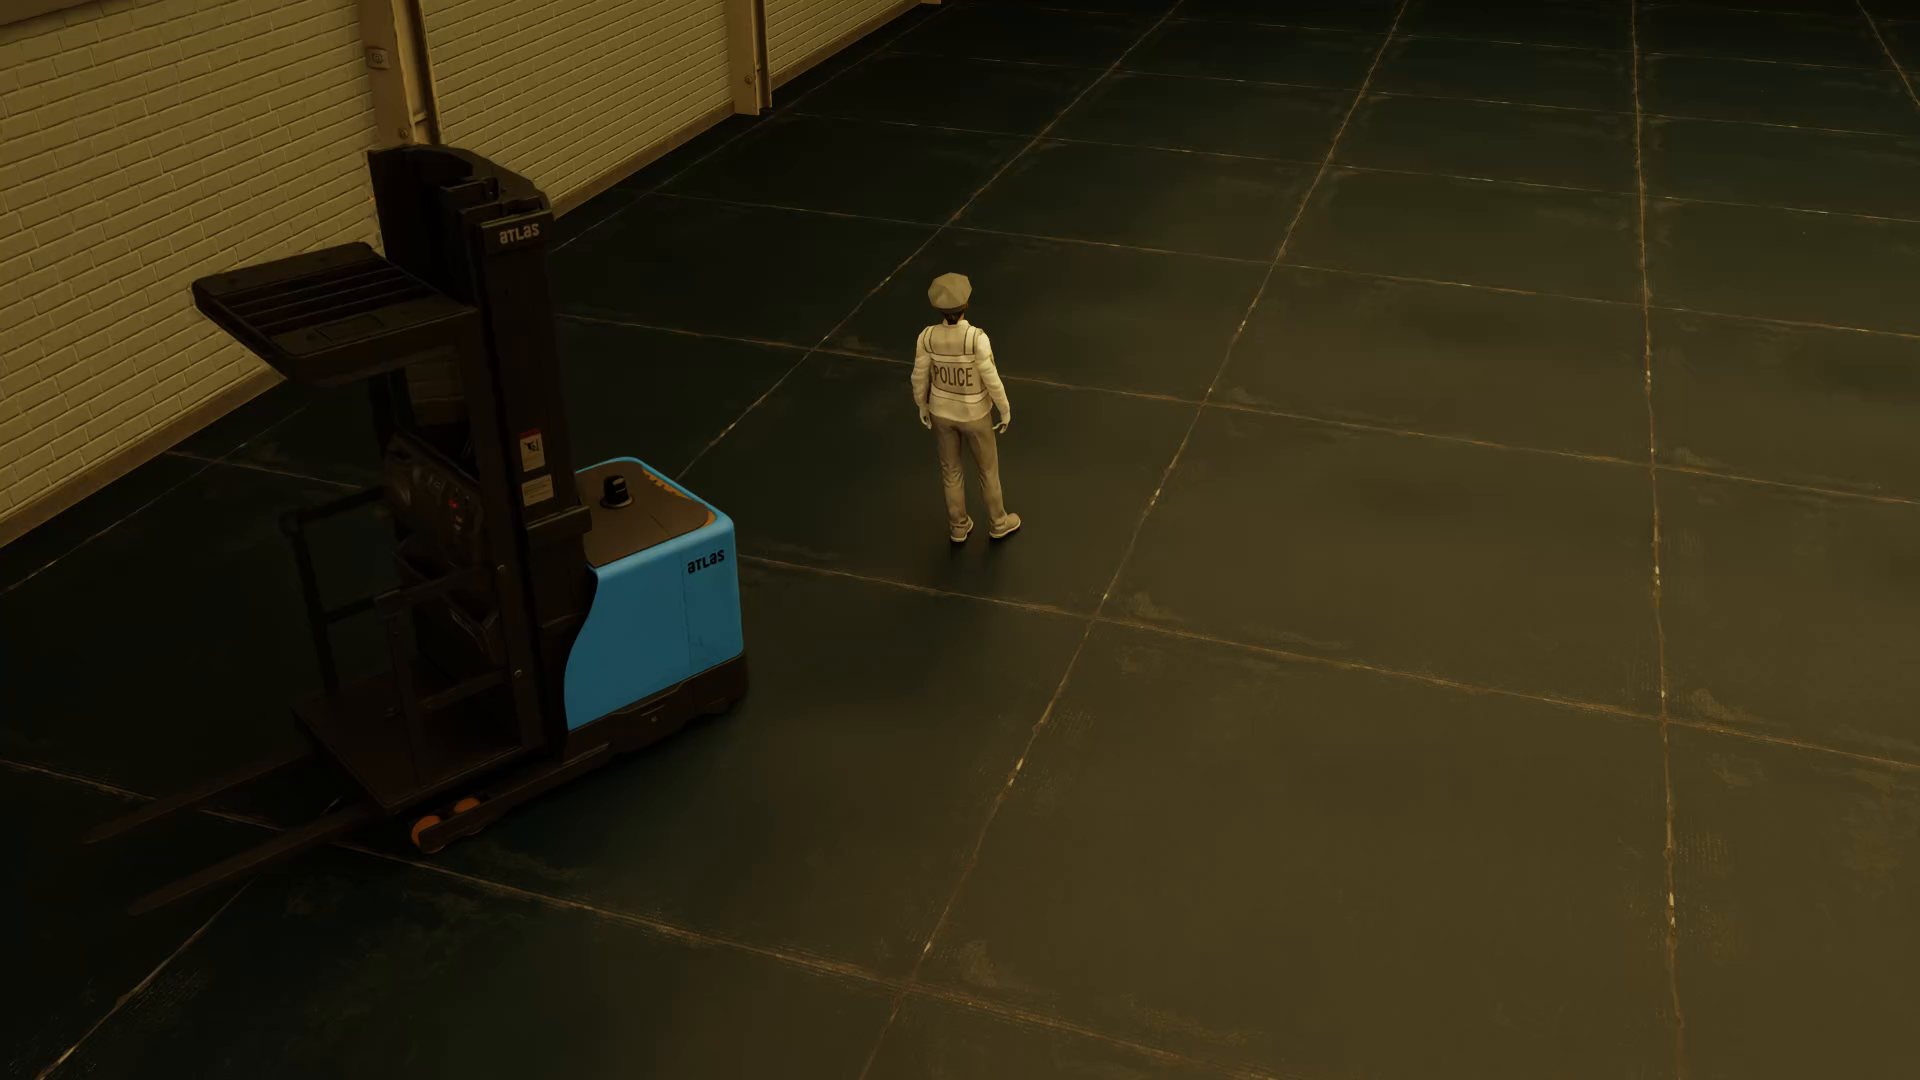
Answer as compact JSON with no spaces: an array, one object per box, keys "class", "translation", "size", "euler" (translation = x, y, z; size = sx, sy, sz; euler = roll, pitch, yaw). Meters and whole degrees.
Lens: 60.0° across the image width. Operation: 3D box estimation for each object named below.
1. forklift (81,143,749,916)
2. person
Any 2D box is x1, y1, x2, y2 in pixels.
[{"class":"forklift","translation":[-2.530,-0.139,7.381],"size":[3.031,2.935,1.130],"euler":[-24,37,-35]},{"class":"person","translation":[0.028,-0.773,9.726],"size":[0.588,1.696,0.533],"euler":[10,31,16]}]
